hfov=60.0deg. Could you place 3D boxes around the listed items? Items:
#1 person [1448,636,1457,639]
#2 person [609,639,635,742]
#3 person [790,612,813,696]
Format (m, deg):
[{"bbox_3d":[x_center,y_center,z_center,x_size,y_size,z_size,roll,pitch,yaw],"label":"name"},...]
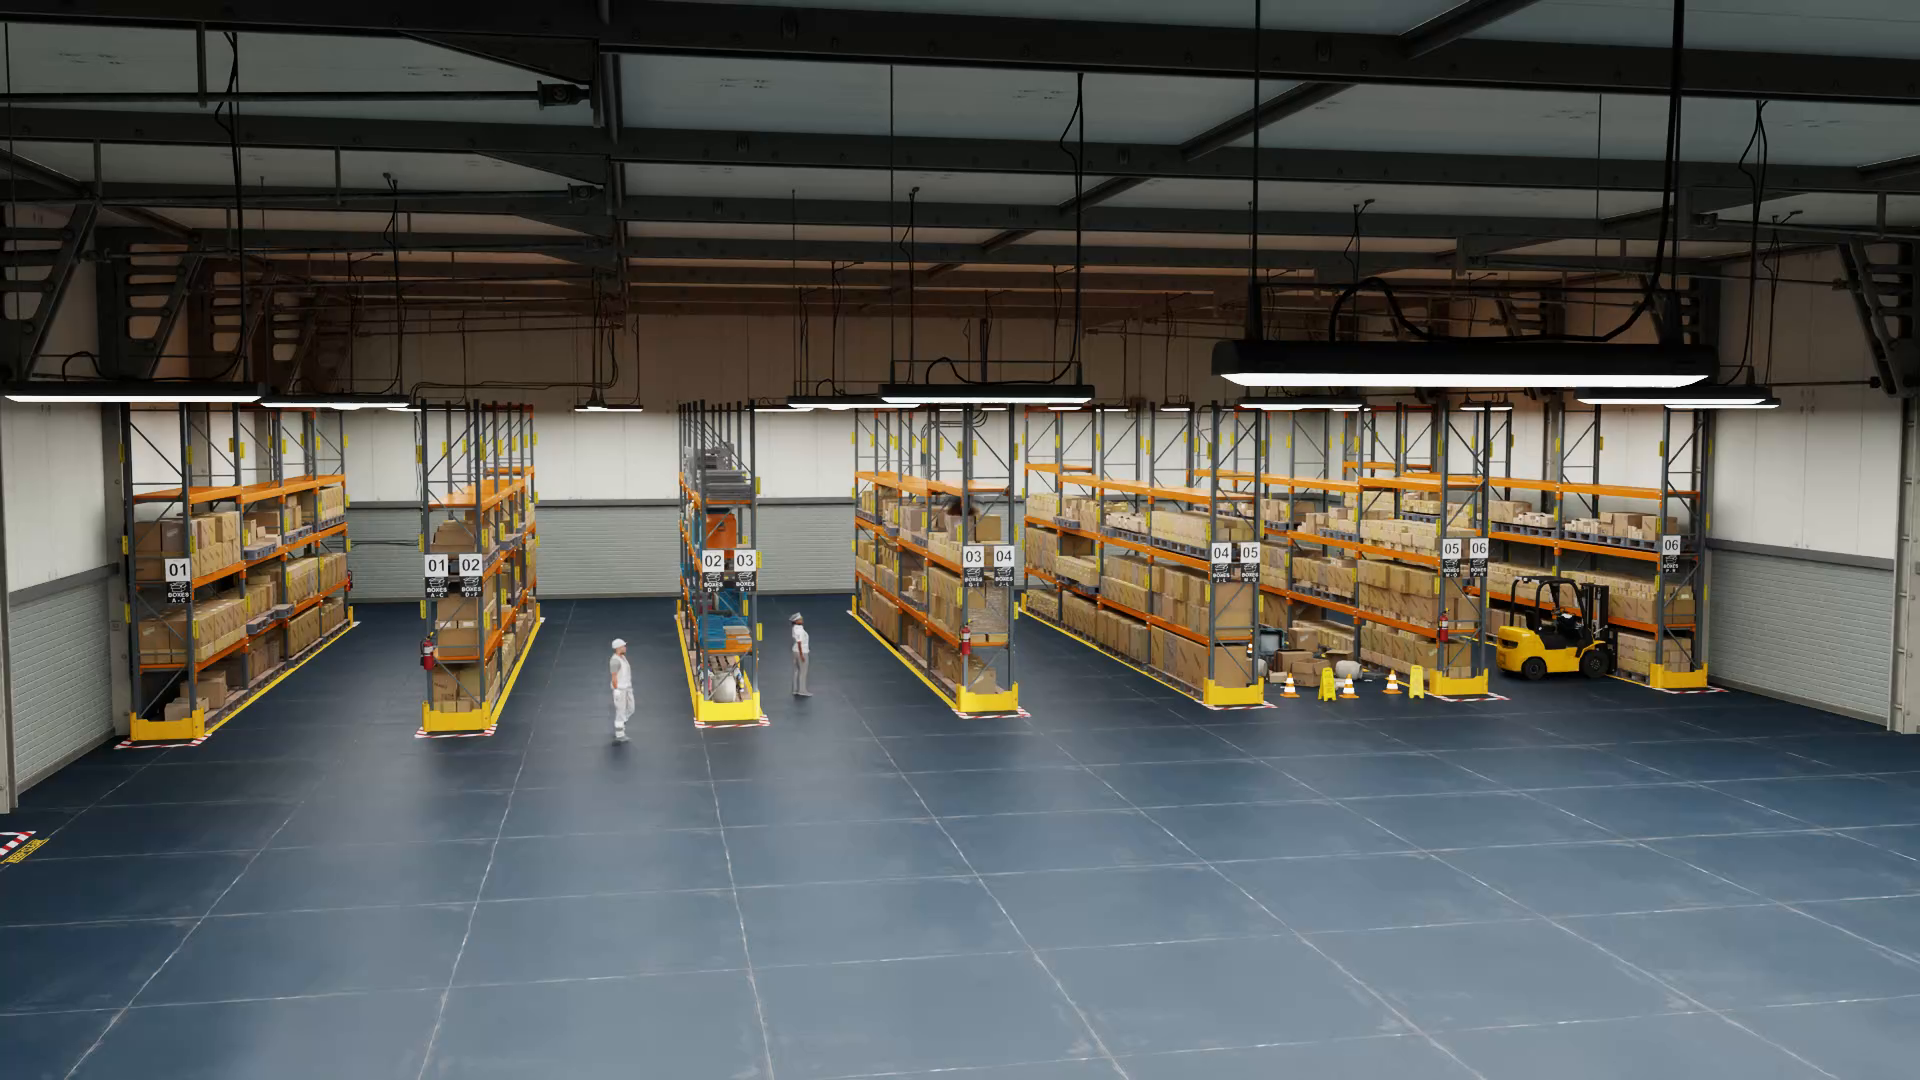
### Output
[{"bbox_3d":[11.296,2.014,38.178,0.430,1.673,0.475,1,4,14],"label":"person"},{"bbox_3d":[-5.976,2.629,29.247,0.513,1.792,0.618,1,5,17],"label":"person"},{"bbox_3d":[-3.254,2.324,33.958,0.431,1.712,0.490,-2,5,-25],"label":"person"}]
